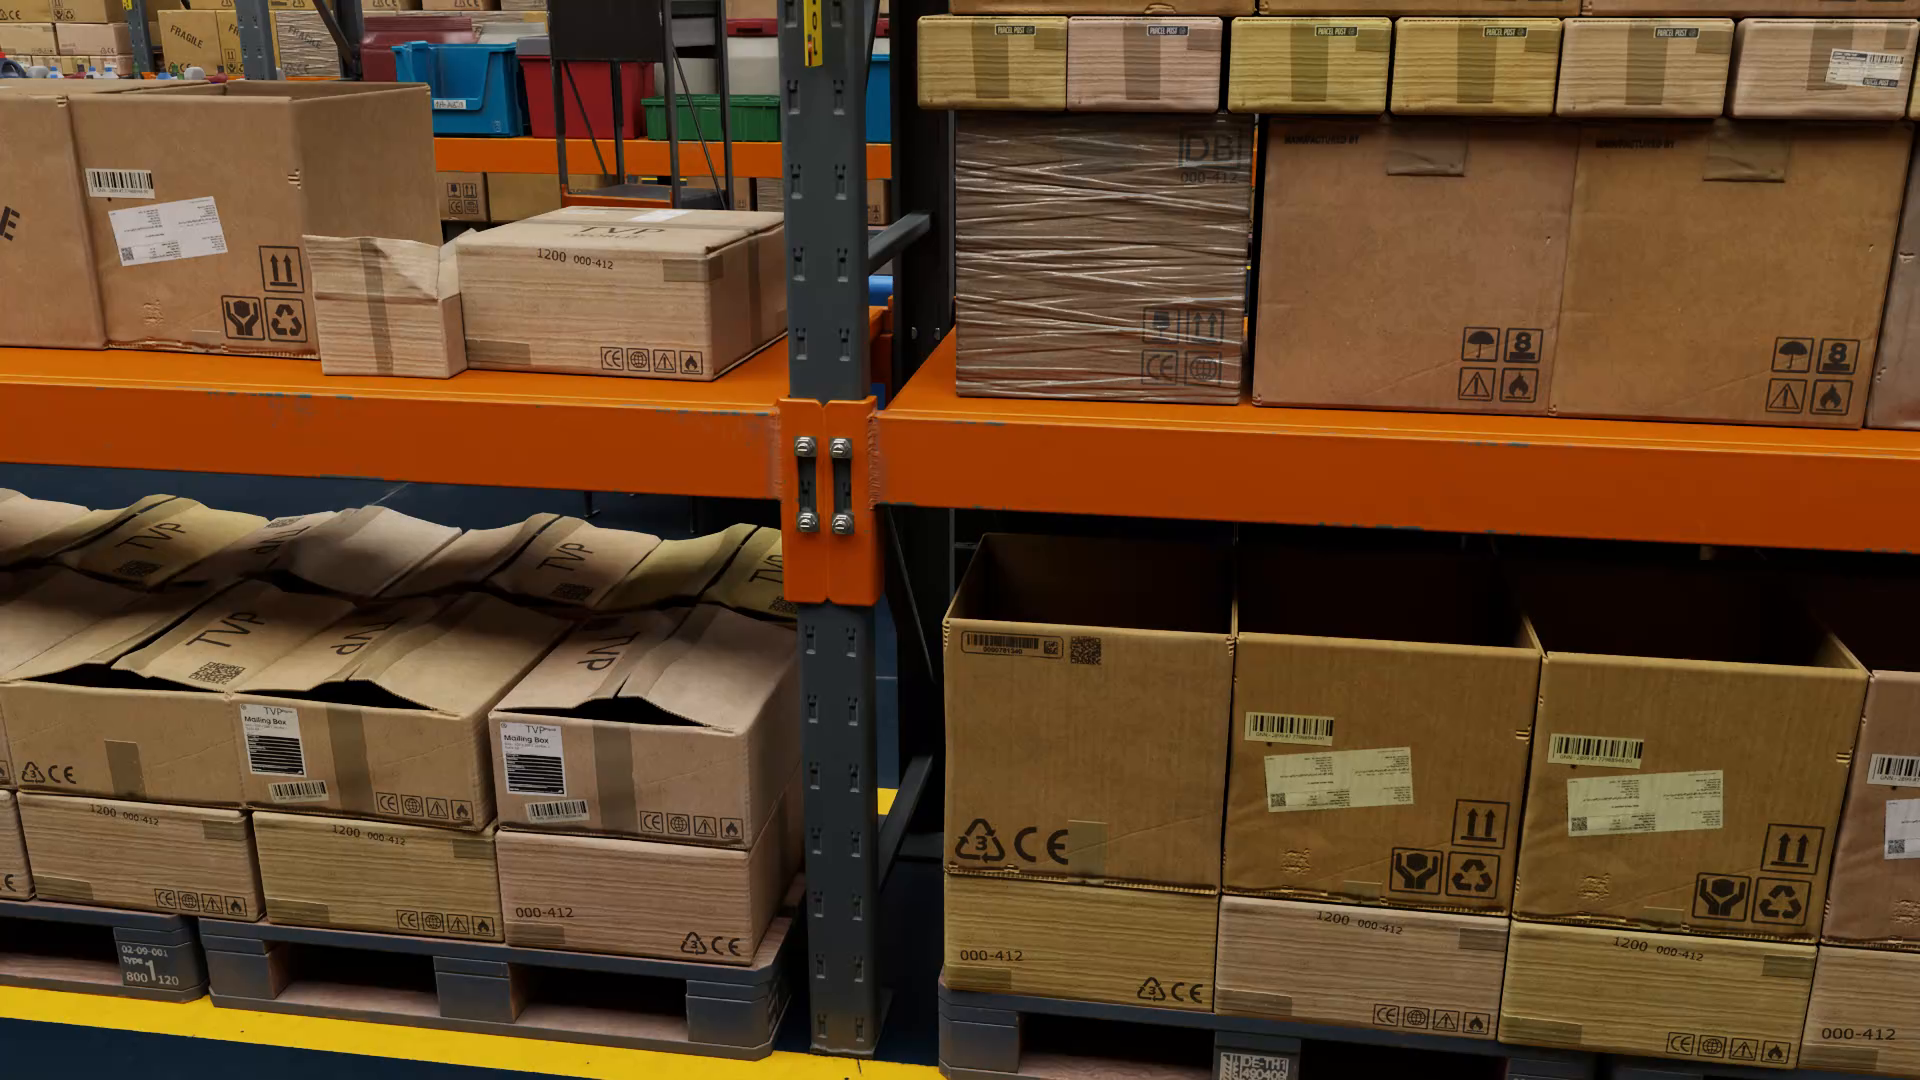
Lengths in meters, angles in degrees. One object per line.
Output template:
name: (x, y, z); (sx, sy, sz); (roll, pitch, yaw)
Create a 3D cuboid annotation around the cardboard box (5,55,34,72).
cardboard box: (-7.592, -3.901, 13.631); (0.250, 0.149, 0.380); (3, 19, 10)

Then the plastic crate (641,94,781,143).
plastic crate: (-1.128, -2.013, 7.927); (0.662, 0.188, 0.450); (3, 19, 9)

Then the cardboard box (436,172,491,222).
cardboard box: (-4.085, -3.148, 13.670); (0.875, 0.875, 1.225); (3, 19, 9)

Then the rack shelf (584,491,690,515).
rack shelf: (-1.170, -0.430, 6.528); (0.480, 0.518, 0.431); (8, 20, 22)

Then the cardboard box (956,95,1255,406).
cardboard box: (0.286, -0.590, 3.181); (0.500, 0.500, 0.700); (2, 19, 7)

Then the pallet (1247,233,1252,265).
pallet: (2.090, -2.321, 12.907); (1.213, 0.211, 1.003); (3, 19, 9)

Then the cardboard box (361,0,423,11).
cardboard box: (-4.553, -4.498, 13.280); (0.637, 0.503, 0.797); (4, 19, 10)

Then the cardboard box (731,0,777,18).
cardboard box: (-1.421, -4.103, 13.018); (0.500, 0.500, 0.700); (6, 19, 17)

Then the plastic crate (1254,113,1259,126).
plastic crate: (1.133, -2.019, 7.707); (0.504, 0.338, 0.767); (3, 19, 9)

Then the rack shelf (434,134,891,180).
rack shelf: (-1.339, -1.874, 8.310); (4.000, 0.370, 1.077); (3, 19, 9)

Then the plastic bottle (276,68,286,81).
plastic bottle: (-3.689, -2.380, 8.884); (0.135, 0.276, 0.152); (3, 19, 9)

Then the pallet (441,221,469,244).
pallet: (-4.495, -2.671, 13.952); (1.213, 0.211, 1.003); (3, 19, 9)

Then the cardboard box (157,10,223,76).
cardboard box: (-6.062, -4.015, 13.417); (0.500, 0.500, 0.500); (3, 19, 9)

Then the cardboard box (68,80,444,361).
cardboard box: (-1.429, -0.681, 3.452); (0.500, 0.500, 0.500); (4, 19, 13)

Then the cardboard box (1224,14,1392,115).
cardboard box: (0.584, -0.819, 2.843); (0.250, 0.149, 0.380); (2, 19, 7)

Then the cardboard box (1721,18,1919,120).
cardboard box: (1.354, -0.780, 2.727); (0.250, 0.149, 0.380); (2, 19, 7)

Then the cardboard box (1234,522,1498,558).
cardboard box: (0.831, 0.170, 3.557); (0.500, 0.500, 0.500); (3, 19, 9)

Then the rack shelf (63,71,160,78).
rack shelf: (-8.452, -3.828, 14.151); (4.000, 0.370, 1.077); (3, 19, 9)

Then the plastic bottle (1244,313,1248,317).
plastic bottle: (1.390, -0.941, 7.871); (0.185, 0.351, 0.144); (3, 19, 9)

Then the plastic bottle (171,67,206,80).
plastic bottle: (-4.146, -2.403, 8.954); (0.135, 0.276, 0.152); (3, 19, 9)

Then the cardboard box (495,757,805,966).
cardboard box: (-0.609, 0.612, 3.419); (0.500, 0.250, 0.500); (3, 19, 8)

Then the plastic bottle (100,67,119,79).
plastic bottle: (-4.616, -2.434, 9.053); (0.097, 0.271, 0.097); (0, 18, 0)

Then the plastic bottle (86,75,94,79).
plastic bottle: (-4.311, -2.174, 8.277); (0.097, 0.271, 0.097); (0, 18, 0)

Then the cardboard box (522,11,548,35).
cardboard box: (-3.054, -3.862, 12.961); (0.500, 0.500, 0.500); (4, 19, 10)

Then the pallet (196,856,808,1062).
pallet: (-0.887, 0.735, 3.775); (1.213, 0.211, 1.003); (3, 19, 9)

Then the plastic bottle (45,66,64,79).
plastic bottle: (-4.940, -2.450, 9.102); (0.097, 0.271, 0.097); (0, 18, 0)

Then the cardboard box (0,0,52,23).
cardboard box: (-7.467, -4.460, 13.492); (0.500, 0.500, 0.500); (3, 19, 9)

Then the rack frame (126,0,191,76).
rack frame: (-6.477, -4.069, 13.736); (0.127, 3.000, 1.000); (3, 19, 9)

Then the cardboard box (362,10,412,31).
cardboard box: (-4.561, -3.940, 13.194); (0.500, 0.500, 0.500); (3, 19, 10)

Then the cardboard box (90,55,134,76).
cardboard box: (-6.830, -3.862, 13.515); (0.250, 0.149, 0.380); (3, 19, 9)

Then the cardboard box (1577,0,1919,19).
cardboard box: (1.279, -1.155, 2.825); (0.500, 0.500, 0.700); (3, 19, 9)

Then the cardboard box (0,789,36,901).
cardboard box: (-2.115, 0.534, 3.651); (0.500, 0.250, 0.500); (3, 19, 10)

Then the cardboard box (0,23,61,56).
cardboard box: (-7.466, -4.104, 13.609); (0.500, 0.250, 0.500); (3, 19, 10)

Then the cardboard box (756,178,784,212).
cardboard box: (-1.313, -2.839, 13.308); (0.500, 0.500, 0.700); (1, 19, 4)

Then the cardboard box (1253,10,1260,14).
cardboard box: (0.652, -0.946, 3.223); (0.250, 0.149, 0.380); (2, 19, 7)

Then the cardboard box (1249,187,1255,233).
cardboard box: (2.377, -2.621, 12.686); (0.500, 0.500, 0.500); (9, 21, 26)

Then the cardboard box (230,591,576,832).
cardboard box: (-1.113, 0.321, 3.404); (0.500, 0.311, 0.500); (3, 19, 10)

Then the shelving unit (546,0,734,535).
shelving unit: (-1.170, -1.107, 6.301); (0.503, 2.100, 0.431); (8, 20, 22)

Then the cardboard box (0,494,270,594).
cardboard box: (-2.040, 0.100, 4.064); (0.500, 0.311, 0.500); (3, 19, 10)

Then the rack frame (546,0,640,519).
rack frame: (-1.393, -1.138, 6.394); (0.015, 2.100, 0.400); (8, 20, 22)

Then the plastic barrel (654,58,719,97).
plastic barrel: (-1.425, -2.354, 8.398); (0.433, 0.535, 0.433); (0, 18, 0)

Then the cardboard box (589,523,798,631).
cardboard box: (-0.522, 0.177, 3.834); (0.500, 0.311, 0.500); (3, 19, 9)

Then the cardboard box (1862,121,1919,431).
cardboard box: (1.808, -0.514, 2.953); (0.500, 0.500, 0.700); (3, 19, 10)

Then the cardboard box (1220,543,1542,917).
cardboard box: (0.750, 0.330, 3.078); (0.500, 0.500, 0.500); (3, 19, 9)

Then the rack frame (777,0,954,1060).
rack frame: (-0.153, -0.563, 3.258); (0.127, 3.000, 1.000); (3, 19, 9)

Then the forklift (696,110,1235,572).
forklift: (0.622, -1.358, 5.743); (3.031, 2.935, 1.130); (3, 19, 9)

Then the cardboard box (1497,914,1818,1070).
cardboard box: (1.242, 0.714, 3.114); (0.500, 0.250, 0.500); (3, 19, 9)

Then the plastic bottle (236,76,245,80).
plastic bottle: (-3.713, -2.332, 8.742); (0.135, 0.276, 0.152); (3, 19, 9)
